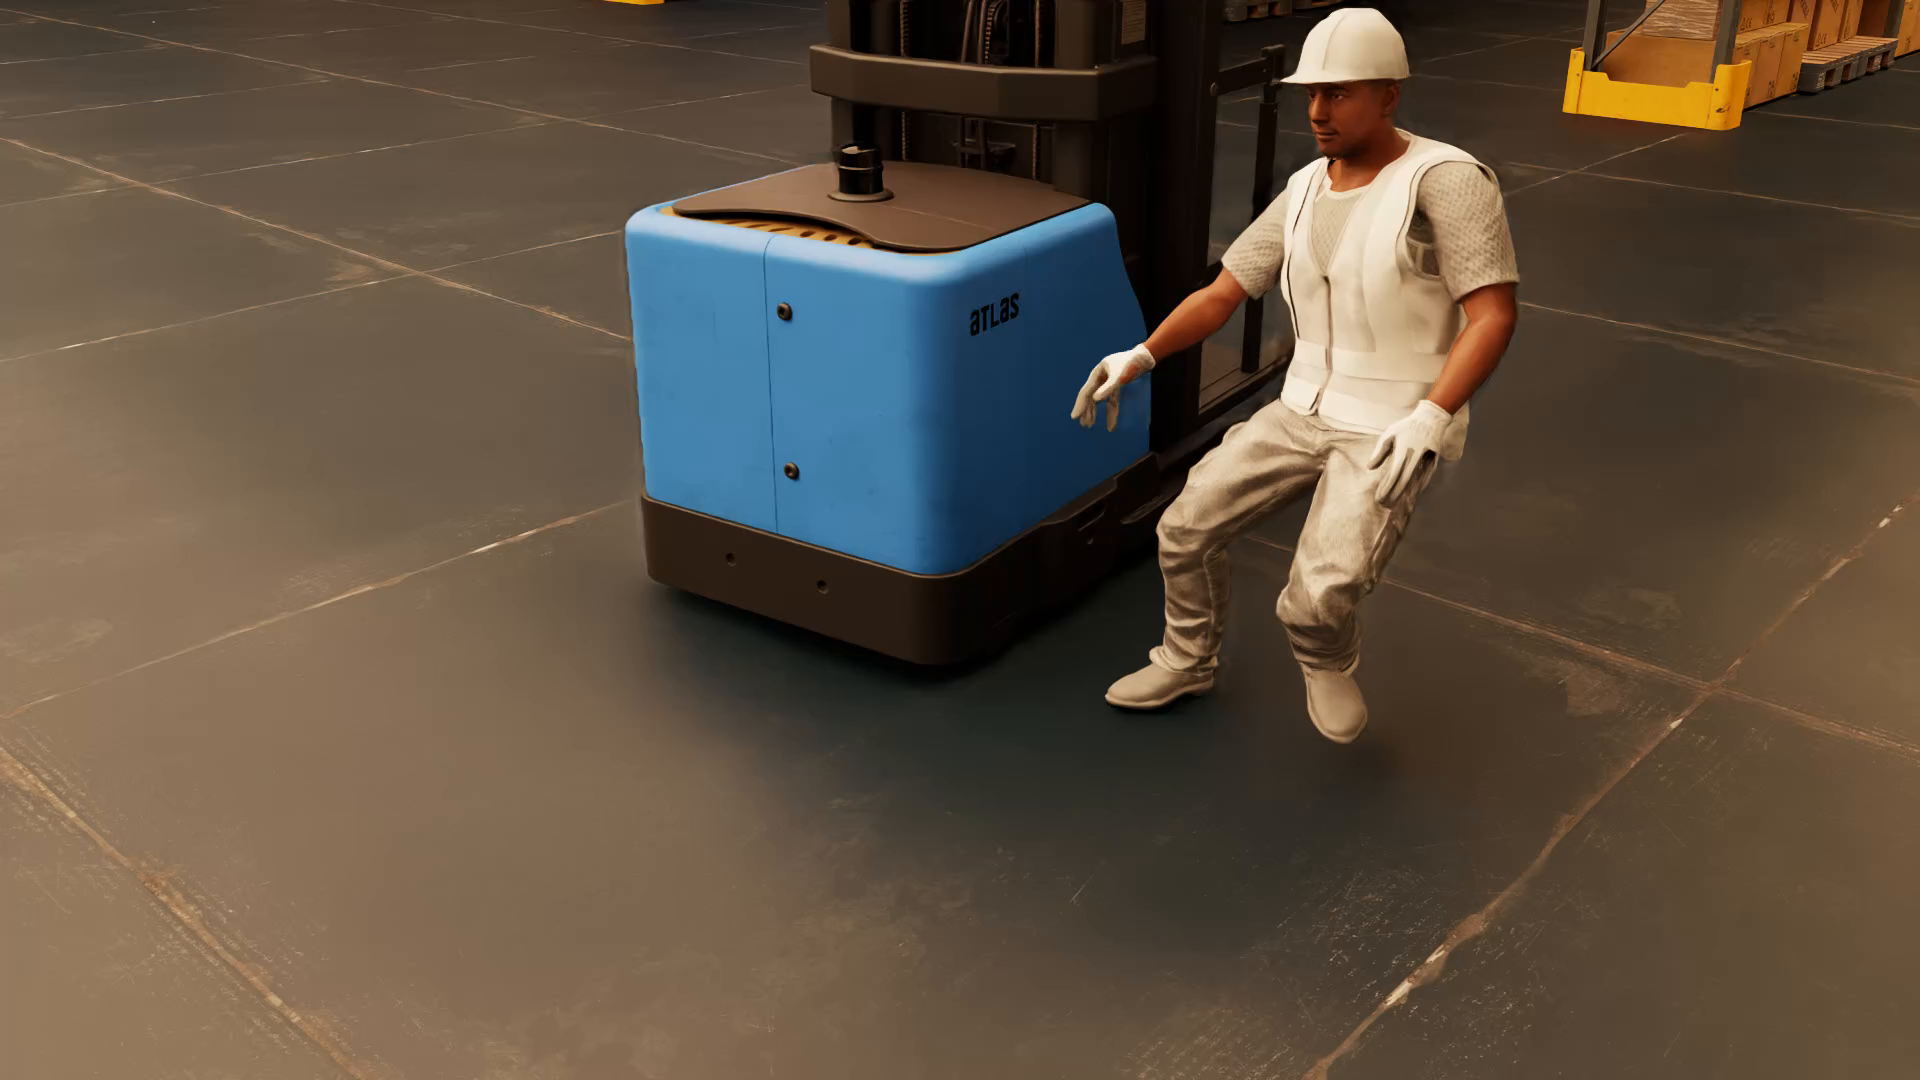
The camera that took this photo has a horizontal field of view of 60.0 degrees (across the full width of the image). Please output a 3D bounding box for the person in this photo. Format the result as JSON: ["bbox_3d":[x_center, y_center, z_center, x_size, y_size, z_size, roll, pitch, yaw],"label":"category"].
[{"bbox_3d":[0.721,-0.265,3.543,0.681,1.644,0.809,-14,27,-28],"label":"person"}]

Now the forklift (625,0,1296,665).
[{"bbox_3d":[0.368,-1.573,4.914,1.130,2.935,3.031,15,28,30],"label":"forklift"}]
